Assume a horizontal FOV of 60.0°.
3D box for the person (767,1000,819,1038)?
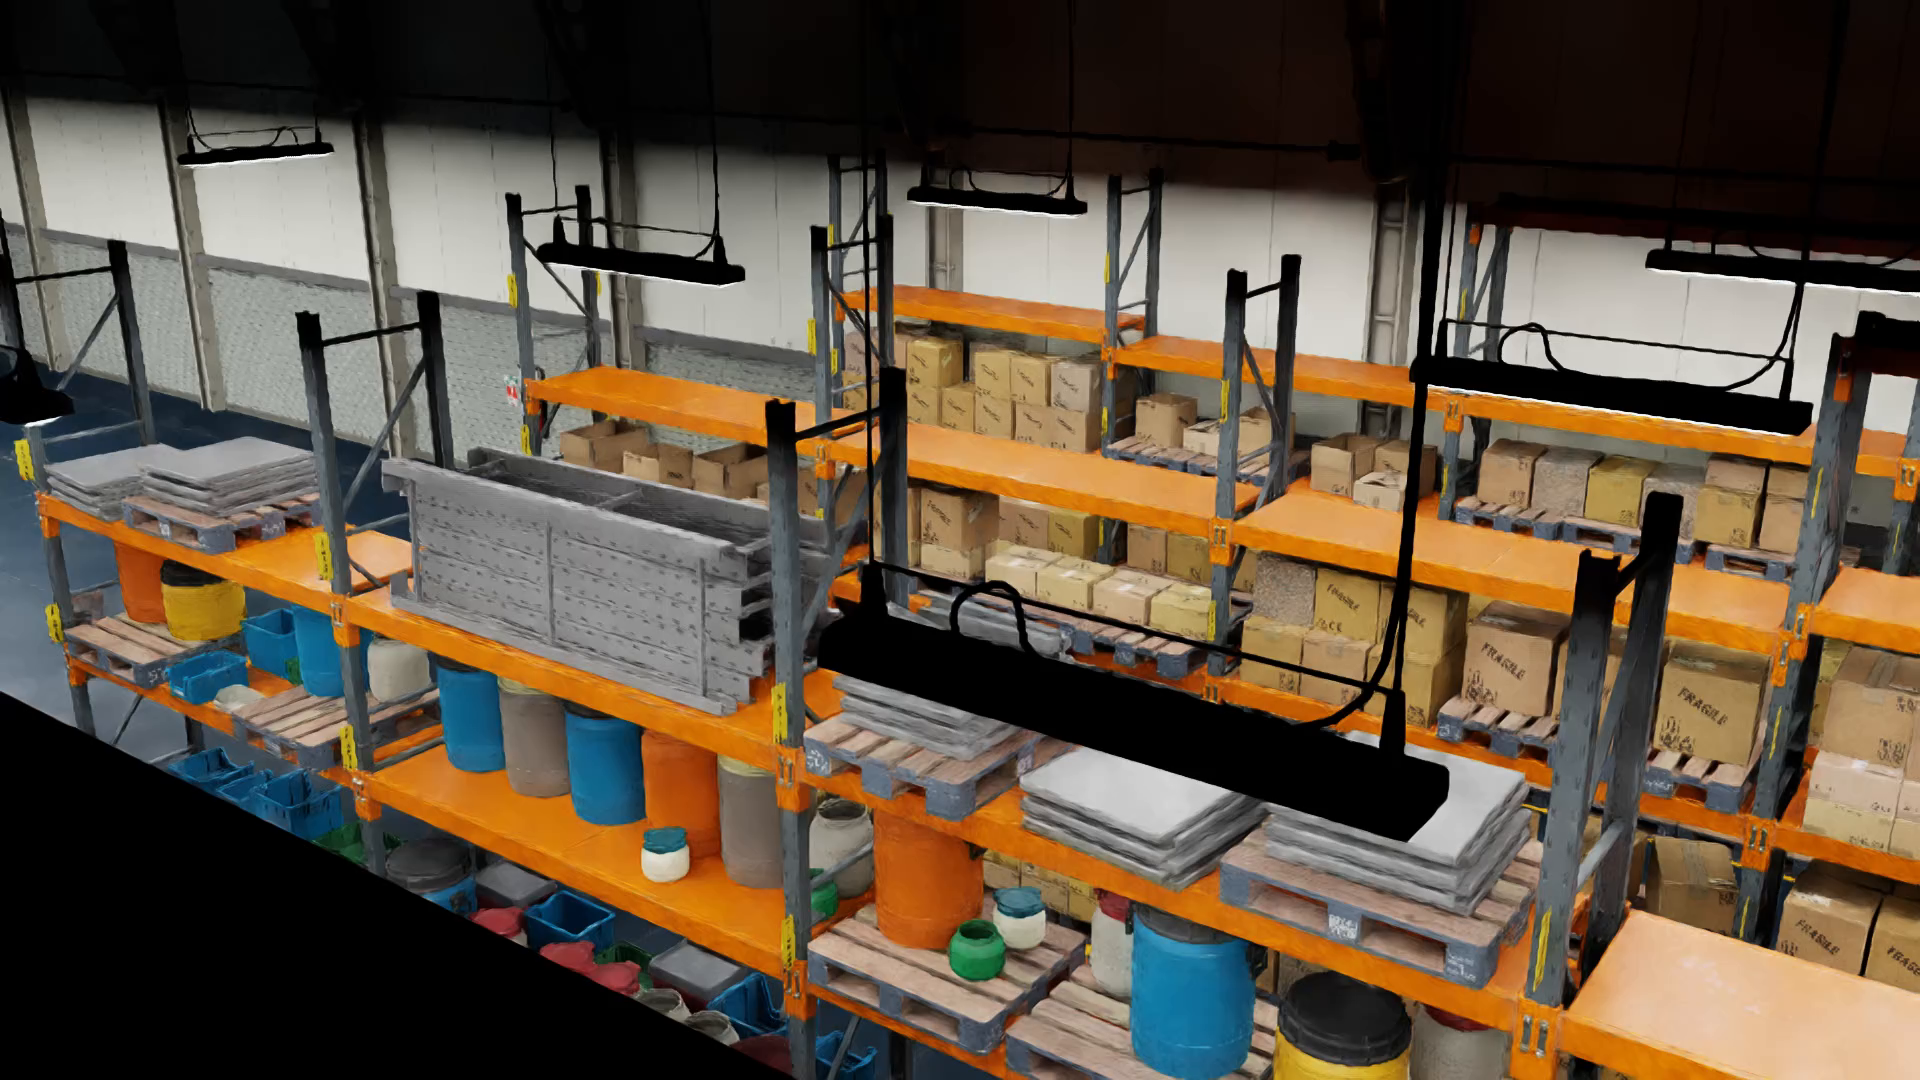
[{"bbox_3d":[-1.200,3.805,11.172,0.709,1.655,0.574,-1,19,-4],"label":"person"}]
